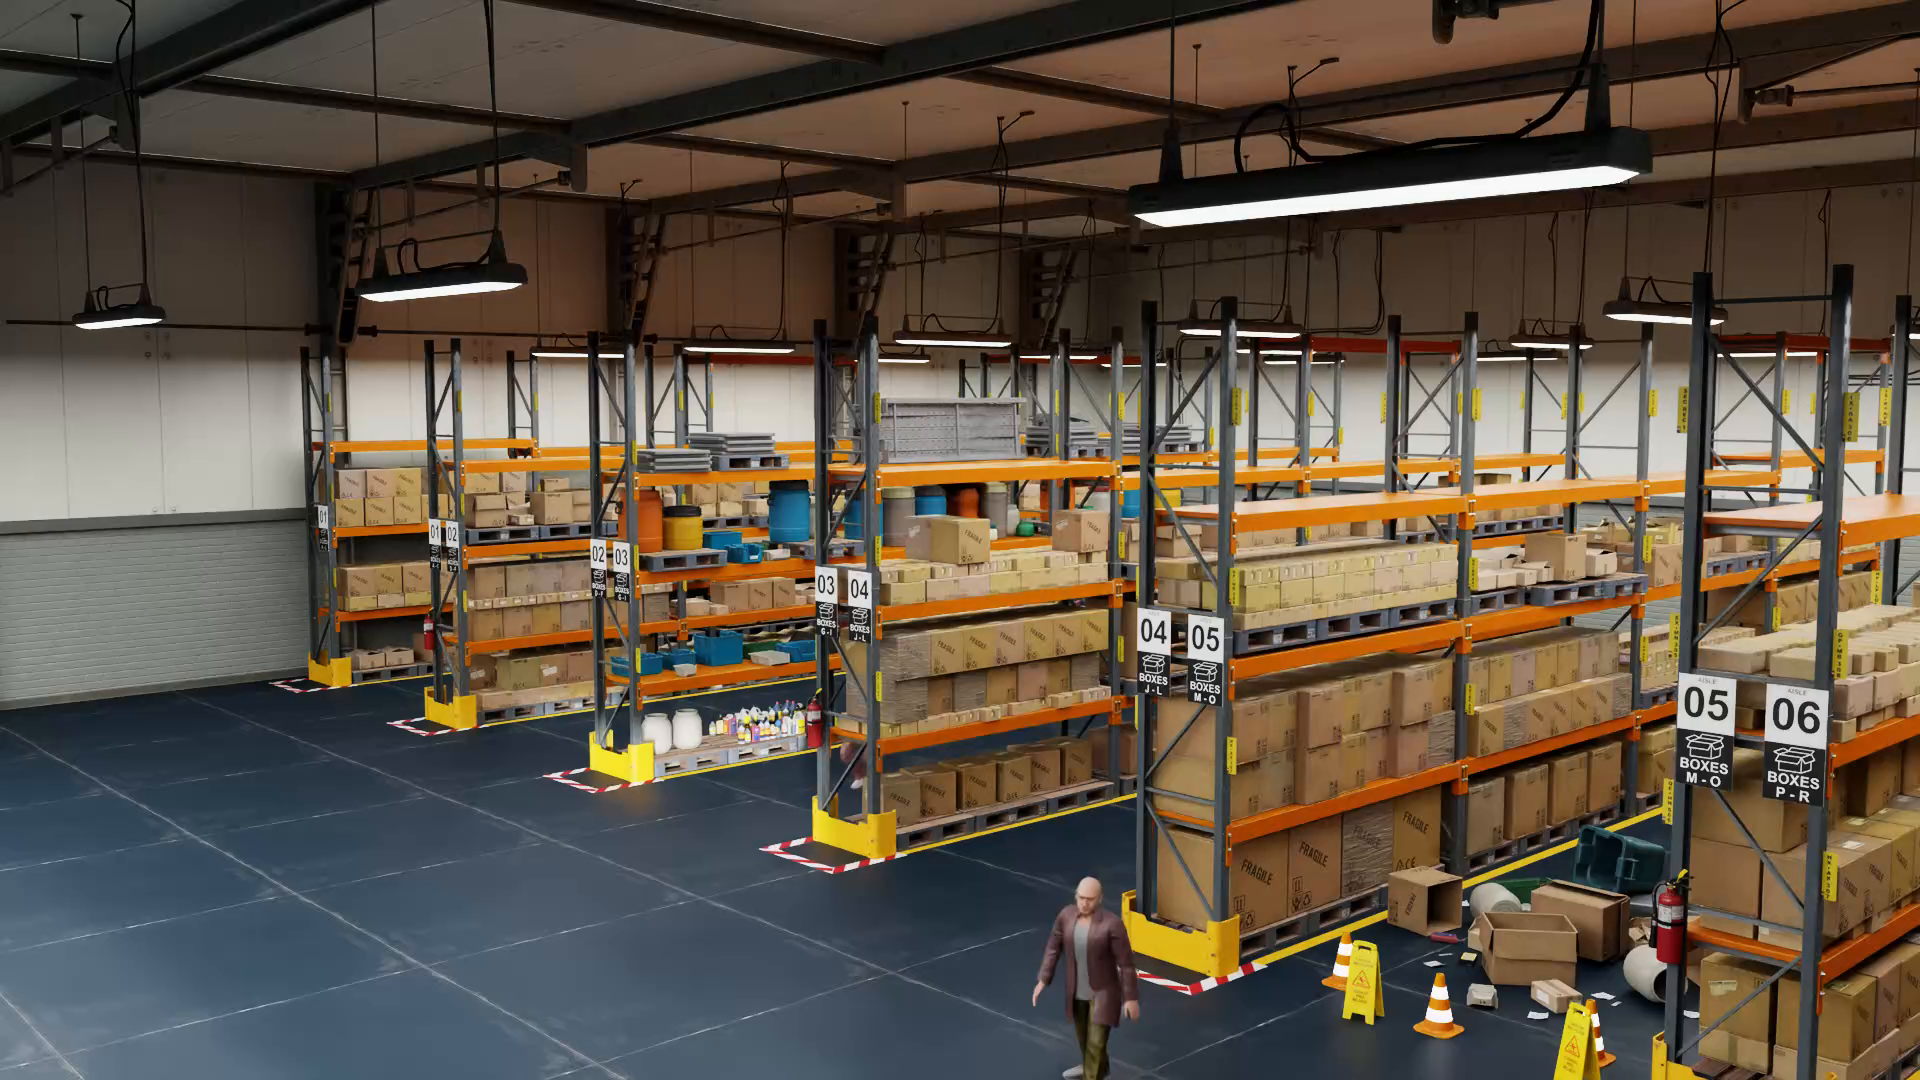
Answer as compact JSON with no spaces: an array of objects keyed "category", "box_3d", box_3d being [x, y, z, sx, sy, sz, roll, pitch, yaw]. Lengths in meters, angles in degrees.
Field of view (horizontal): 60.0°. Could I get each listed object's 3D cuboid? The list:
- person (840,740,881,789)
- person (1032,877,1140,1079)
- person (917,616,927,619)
[{"category":"person","box_3d":[-1.256,2.462,21.389,0.766,1.617,0.526,-5,7,-43]},{"category":"person","box_3d":[0.947,3.247,11.993,0.749,1.727,0.994,3,6,33]},{"category":"person","box_3d":[-0.749,1.782,28.818,0.717,1.714,0.709,4,6,36]}]
